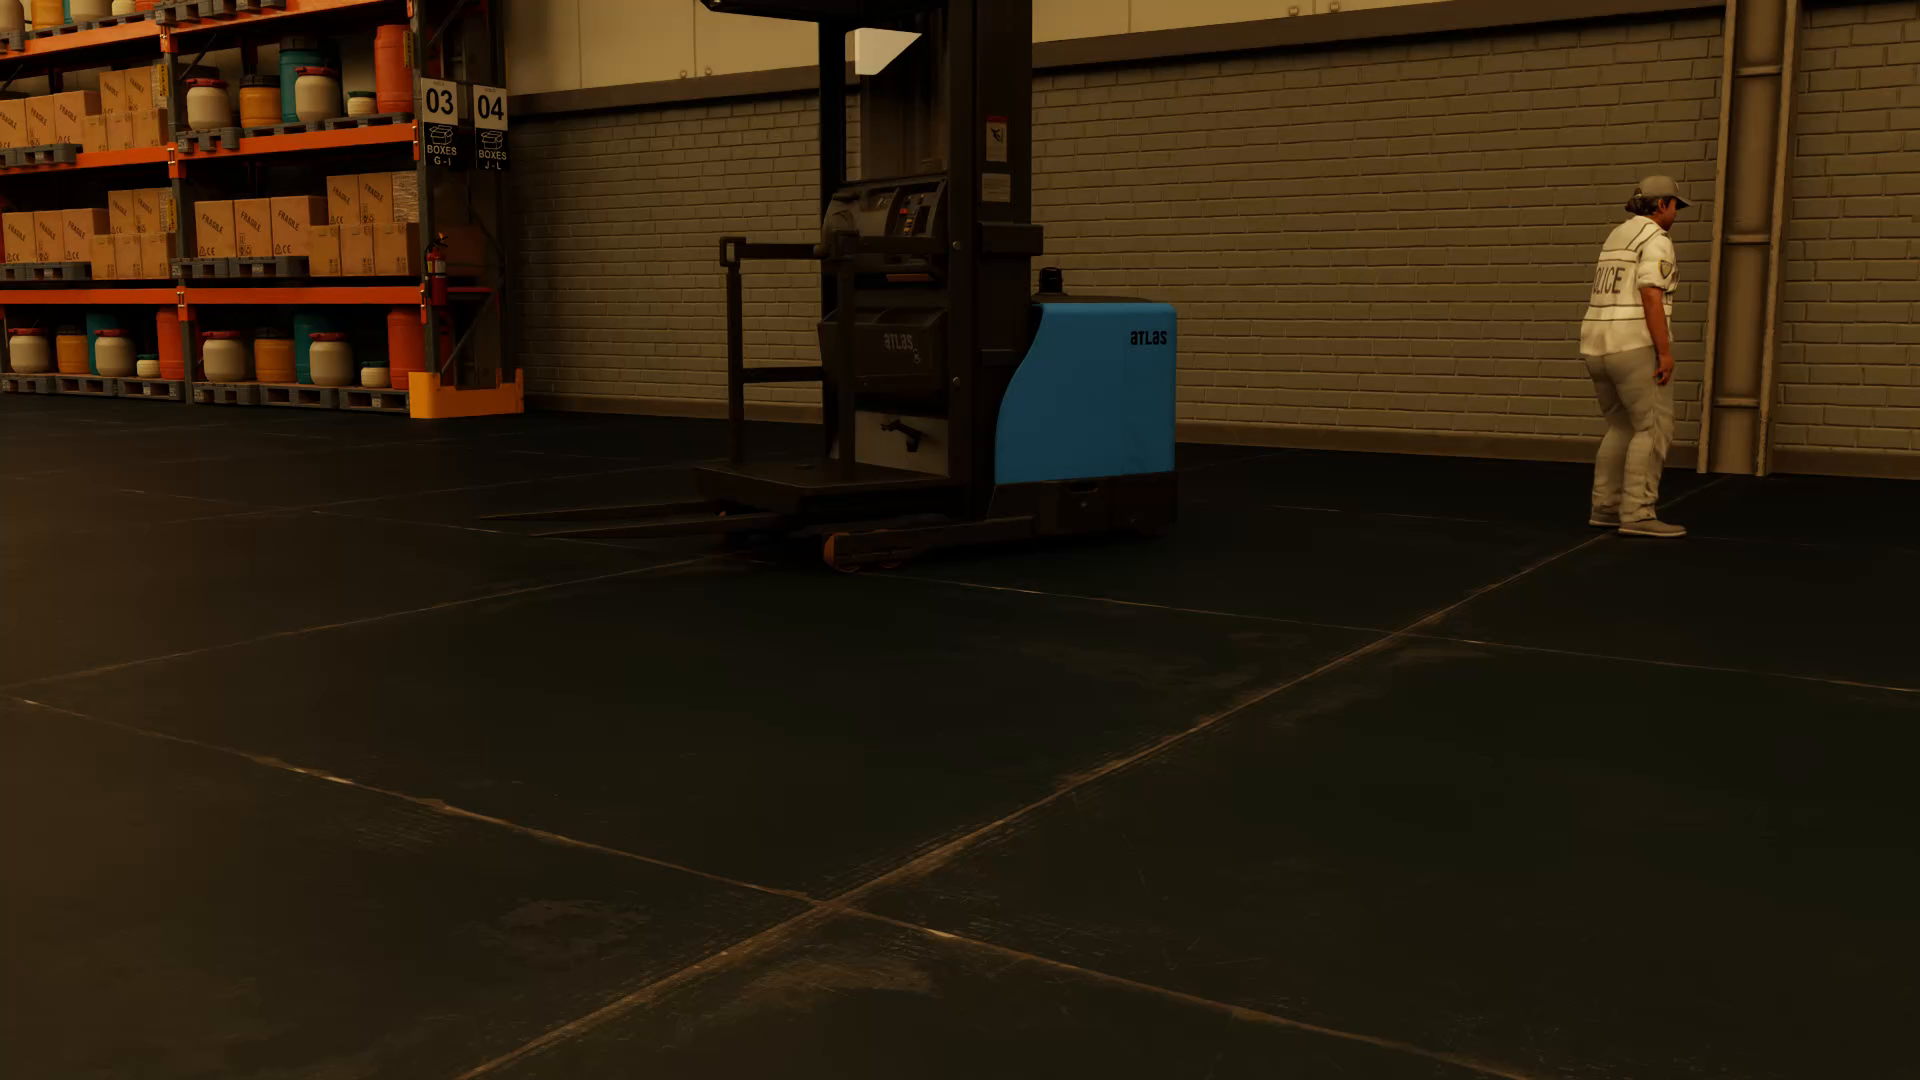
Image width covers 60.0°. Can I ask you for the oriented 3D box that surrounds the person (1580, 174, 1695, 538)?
[{"bbox_3d":[3.178,-0.864,7.786,0.467,1.666,0.538,-1,8,-6],"label":"person"}]

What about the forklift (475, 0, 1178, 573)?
[{"bbox_3d":[-0.507,-1.403,7.061,3.031,2.935,1.130,-5,10,-33],"label":"forklift"}]
